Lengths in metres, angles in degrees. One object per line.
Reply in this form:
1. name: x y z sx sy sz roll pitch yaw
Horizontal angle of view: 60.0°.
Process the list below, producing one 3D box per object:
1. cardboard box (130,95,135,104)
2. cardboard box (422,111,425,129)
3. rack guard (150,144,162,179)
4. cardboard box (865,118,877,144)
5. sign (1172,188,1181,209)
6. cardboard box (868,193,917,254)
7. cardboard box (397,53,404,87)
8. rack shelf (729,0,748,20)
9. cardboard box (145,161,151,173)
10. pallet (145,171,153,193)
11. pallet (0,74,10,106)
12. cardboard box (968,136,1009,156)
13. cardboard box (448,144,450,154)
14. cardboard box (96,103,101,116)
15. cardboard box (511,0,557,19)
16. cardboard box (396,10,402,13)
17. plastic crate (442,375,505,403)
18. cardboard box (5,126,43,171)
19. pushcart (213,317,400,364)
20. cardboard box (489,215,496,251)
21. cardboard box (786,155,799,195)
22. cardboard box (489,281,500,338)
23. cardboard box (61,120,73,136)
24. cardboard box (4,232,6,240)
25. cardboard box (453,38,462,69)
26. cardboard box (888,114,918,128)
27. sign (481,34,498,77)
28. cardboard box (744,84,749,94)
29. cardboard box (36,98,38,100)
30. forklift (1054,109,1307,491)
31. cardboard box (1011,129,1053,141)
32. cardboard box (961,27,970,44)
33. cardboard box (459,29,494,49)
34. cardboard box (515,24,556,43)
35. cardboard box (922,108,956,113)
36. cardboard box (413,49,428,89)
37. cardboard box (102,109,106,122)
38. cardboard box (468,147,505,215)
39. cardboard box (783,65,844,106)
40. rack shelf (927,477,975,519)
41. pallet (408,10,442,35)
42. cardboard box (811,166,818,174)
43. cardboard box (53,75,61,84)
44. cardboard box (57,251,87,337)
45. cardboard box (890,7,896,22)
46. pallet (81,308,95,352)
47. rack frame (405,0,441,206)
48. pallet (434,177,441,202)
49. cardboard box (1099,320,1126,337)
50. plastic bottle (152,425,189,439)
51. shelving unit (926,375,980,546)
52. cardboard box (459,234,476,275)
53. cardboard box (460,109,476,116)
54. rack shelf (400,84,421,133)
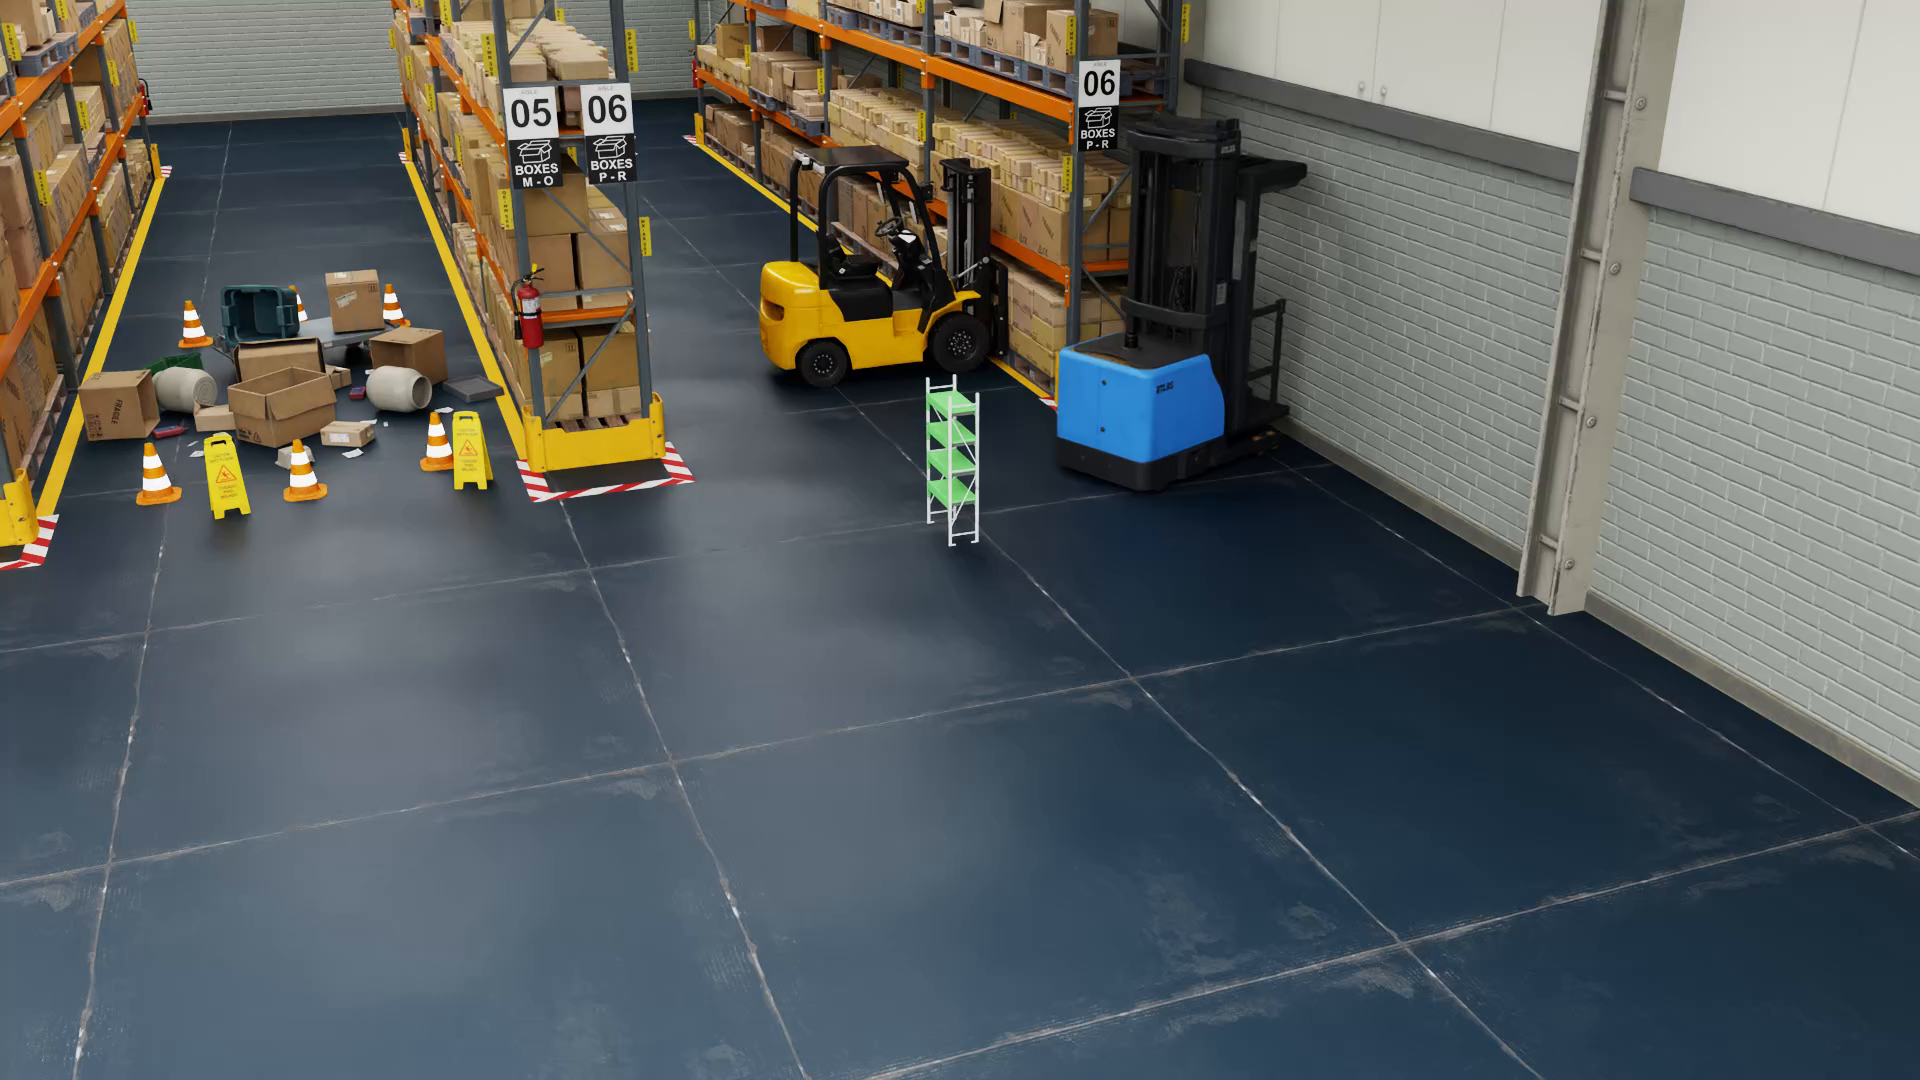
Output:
1. cardboard box: -12.751 -6.694 25.217 0.380 0.149 0.250 -8 24 -18
2. cardboard box: -7.131 -5.785 22.929 0.500 0.250 0.500 -9 24 -19
3. rack guard: -13.371 -5.984 26.428 1.175 0.500 0.348 -8 24 -19
4. cardboard box: -0.858 -5.065 20.577 0.500 0.250 0.500 -8 24 -18
5. sign: 2.013 -3.258 15.524 0.100 0.325 0.005 -8 24 -19
6. cardboard box: -0.650 -4.045 21.125 0.875 0.625 0.625 -9 25 -21
7. cardboard box: -8.902 -7.712 27.180 0.500 0.500 0.500 -9 24 -19
8. rack shelf: -3.454 -8.886 27.158 1.077 0.370 4.000 -8 24 -19
9. cardboard box: -12.831 -5.801 25.905 0.380 0.149 0.250 -8 24 -17
10. pallet: -13.117 -5.551 25.772 1.003 0.211 1.213 -8 24 -19
11. pallet: -8.879 -3.846 14.389 1.003 0.211 1.213 -8 24 -19
12. cardboard box: 0.301 -4.155 17.523 0.380 0.149 0.250 -9 24 -20
13. cardboard box: -5.914 -4.694 19.931 0.380 0.149 0.250 -10 25 -22
14. cardboard box: -11.480 -5.621 21.749 0.380 0.149 0.250 -7 24 -17
15. cardboard box: -4.580 -5.703 17.690 0.500 0.250 0.500 -9 24 -20
16. cardboard box: -8.936 -8.518 26.971 0.380 0.149 0.250 -8 24 -18
17. plastic crate: -4.776 -1.491 16.308 0.402 0.080 0.583 -18 29 -37
18. cardboard box: -9.701 -3.860 16.754 0.700 0.500 0.500 -8 24 -19
19. pushcart: -6.679 -1.980 17.085 1.648 0.377 0.936 -18 29 -37
20. cardboard box: -4.107 -2.960 15.523 0.500 0.500 0.500 -8 24 -18
21. cardboard box: -2.240 -5.380 24.454 0.500 0.500 0.500 -9 25 -21
22. cardboard box: -4.407 -2.347 16.614 0.500 0.500 0.500 -7 24 -17
23. cardboard box: -10.555 -4.805 19.428 0.380 0.149 0.250 -8 24 -19
24. cardboard box: -8.721 -2.331 14.349 0.875 0.550 0.550 -8 24 -19
25. cardboard box: -4.664 -4.772 16.282 0.500 0.250 0.500 -9 24 -20
26. cardboard box: -0.646 -5.009 19.932 0.380 0.149 0.250 -9 24 -20
27. sign: -3.677 -3.787 12.995 0.100 0.325 0.005 -8 24 -19
28. cardboard box: -3.208 -7.166 26.336 0.380 0.149 0.250 -8 24 -18
29. cardboard box: -11.998 -5.571 21.246 0.380 0.149 0.250 -9 24 -20
30. forklift: 2.220 -2.226 14.382 3.031 2.935 1.130 -21 30 -40
31. cardboard box: 0.777 -4.336 17.951 0.380 0.149 0.250 -9 24 -20
32. cardboard box: 0.225 -5.224 17.197 0.380 0.149 0.250 -8 24 -17
33. cardboard box: -4.486 -4.707 15.614 0.380 0.149 0.250 -9 24 -19
34. cardboard box: -4.075 -4.877 16.018 0.380 0.149 0.250 -8 24 -18
35. cardboard box: -0.245 -5.174 20.324 0.380 0.149 0.250 -9 24 -19
36. cardboard box: -7.297 -6.553 23.142 0.500 0.500 0.500 -8 24 -19
37. cardboard box: -11.659 -5.671 22.249 0.380 0.149 0.250 -9 24 -20
38. cardboard box: -3.983 -3.222 14.856 0.700 0.500 0.500 -9 24 -20
39. cardboard box: -2.084 -6.464 23.674 0.797 0.503 0.637 -9 24 -20
40. rack shelf: -0.058 -0.333 12.901 0.258 0.148 0.480 -8 24 -19
41. pallet: -6.254 -6.495 20.802 1.213 0.211 1.003 -7 24 -17
42. cardboard box: -1.871 -5.235 23.275 0.380 0.149 0.250 -10 25 -22
43. cardboard box: -12.404 -6.488 22.605 0.500 0.500 0.500 -9 25 -21
44. cardboard box: -9.799 -2.524 17.357 1.050 0.750 0.750 -8 24 -19
45. cardboard box: -0.594 -6.066 19.195 0.380 0.149 0.250 -8 24 -19
46. pallet: -9.936 -2.232 17.899 1.003 0.211 1.213 -8 24 -19
47. rack frame: -7.389 -6.426 24.258 1.000 3.000 0.127 -8 24 -19
48. pallet: -7.585 -5.428 25.481 1.003 0.211 1.213 -8 24 -19
49. cardboard box: 1.520 -2.104 16.360 0.500 0.250 0.500 -8 24 -18
50. plastic bottle: -7.191 -0.990 15.145 0.283 0.061 0.133 -18 29 -37
51. shelving unit: -0.059 -0.613 12.783 0.258 1.200 0.503 -8 24 -19
52. cardboard box: -5.518 -3.482 20.115 0.950 0.372 0.625 -9 24 -20
53. cardboard box: -5.193 -4.580 17.991 0.380 0.149 0.250 -9 25 -21
54. rack shelf: -8.096 -6.821 26.122 1.077 0.370 4.000 -8 24 -19
